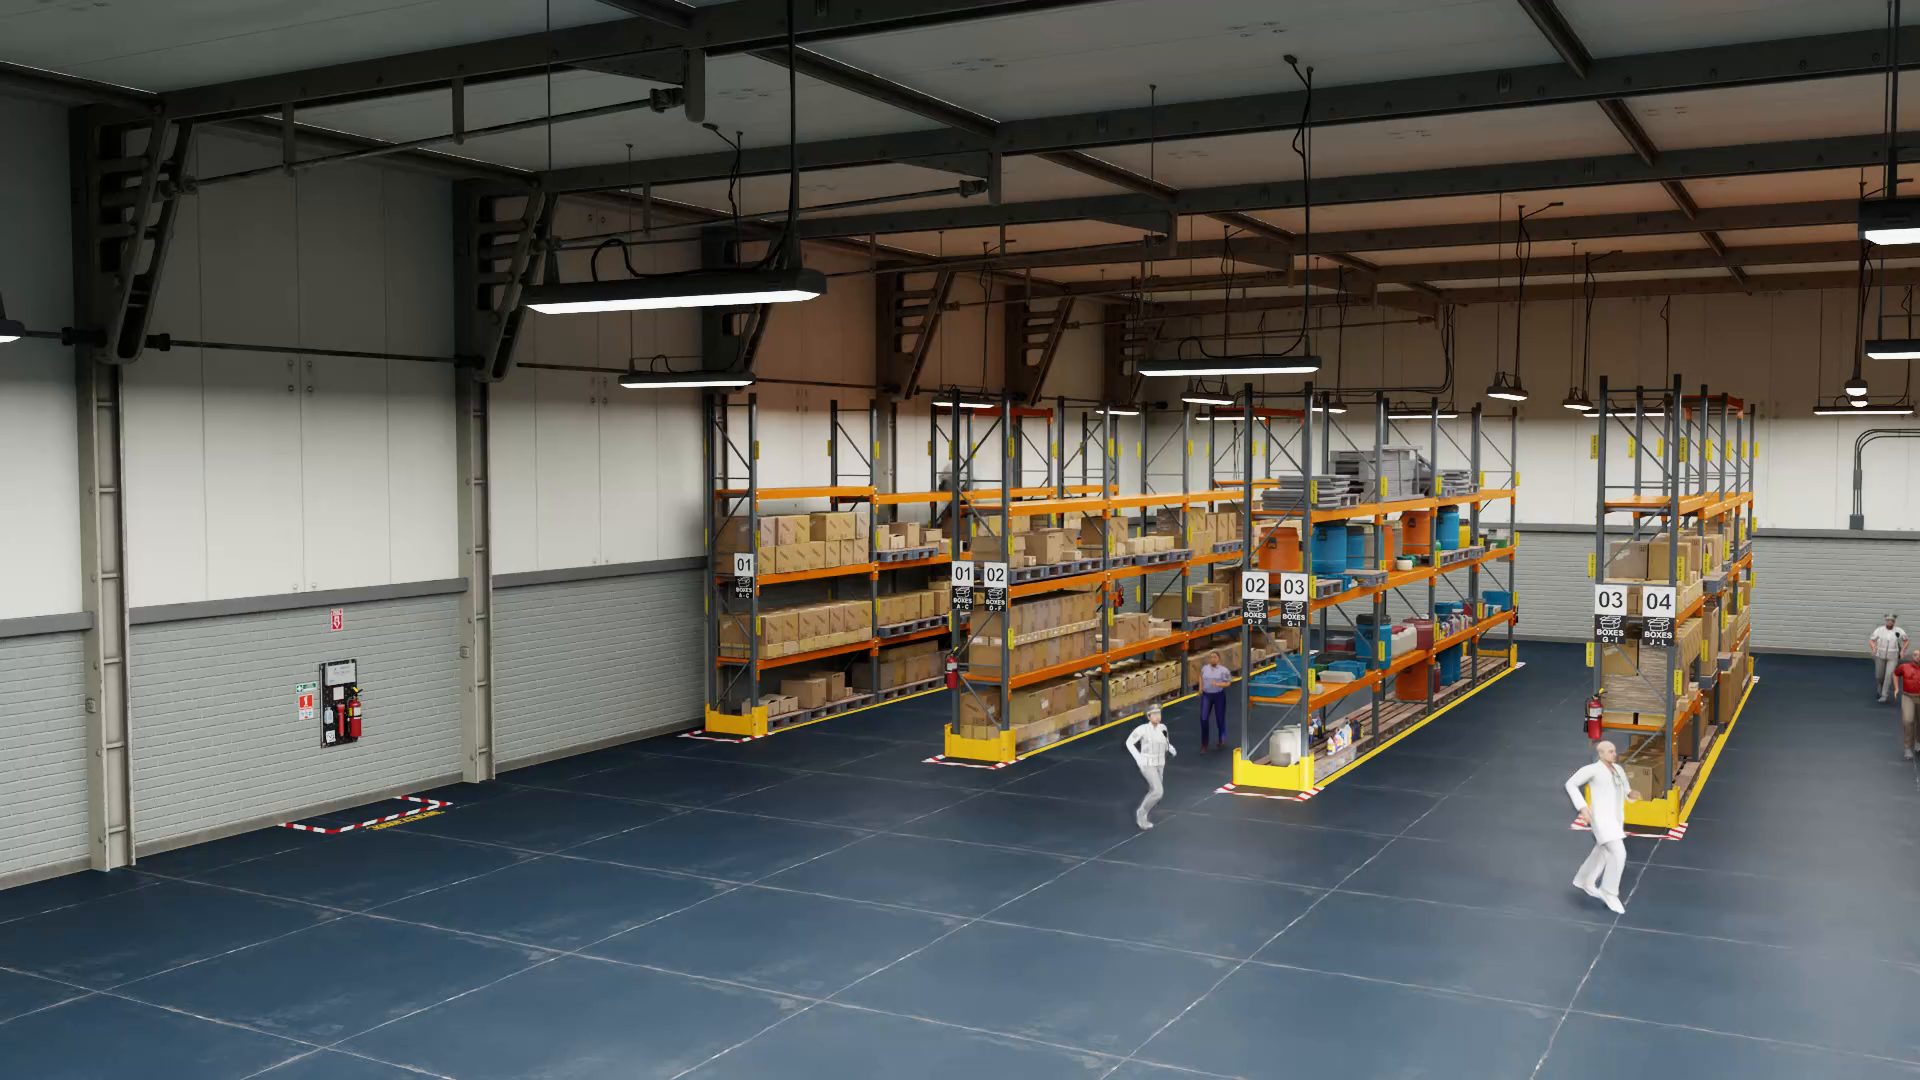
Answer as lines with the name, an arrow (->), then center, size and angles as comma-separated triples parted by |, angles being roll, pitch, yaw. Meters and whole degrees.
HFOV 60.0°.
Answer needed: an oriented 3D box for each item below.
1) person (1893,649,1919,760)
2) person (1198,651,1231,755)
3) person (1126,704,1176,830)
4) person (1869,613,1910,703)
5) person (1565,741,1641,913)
person -> 15.647, 2.658, 27.218 | 0.649, 1.767, 0.906 | 1, 3, 26
person -> 4.221, 2.689, 27.623 | 0.581, 1.709, 0.755 | 1, 3, 20
person -> 2.566, 2.979, 21.871 | 0.589, 1.674, 0.624 | -2, 4, -35
person -> 18.544, 2.337, 33.212 | 0.690, 1.766, 0.924 | 2, 4, 35
person -> 7.088, 3.129, 18.274 | 0.669, 1.849, 0.835 | -2, 4, -36
